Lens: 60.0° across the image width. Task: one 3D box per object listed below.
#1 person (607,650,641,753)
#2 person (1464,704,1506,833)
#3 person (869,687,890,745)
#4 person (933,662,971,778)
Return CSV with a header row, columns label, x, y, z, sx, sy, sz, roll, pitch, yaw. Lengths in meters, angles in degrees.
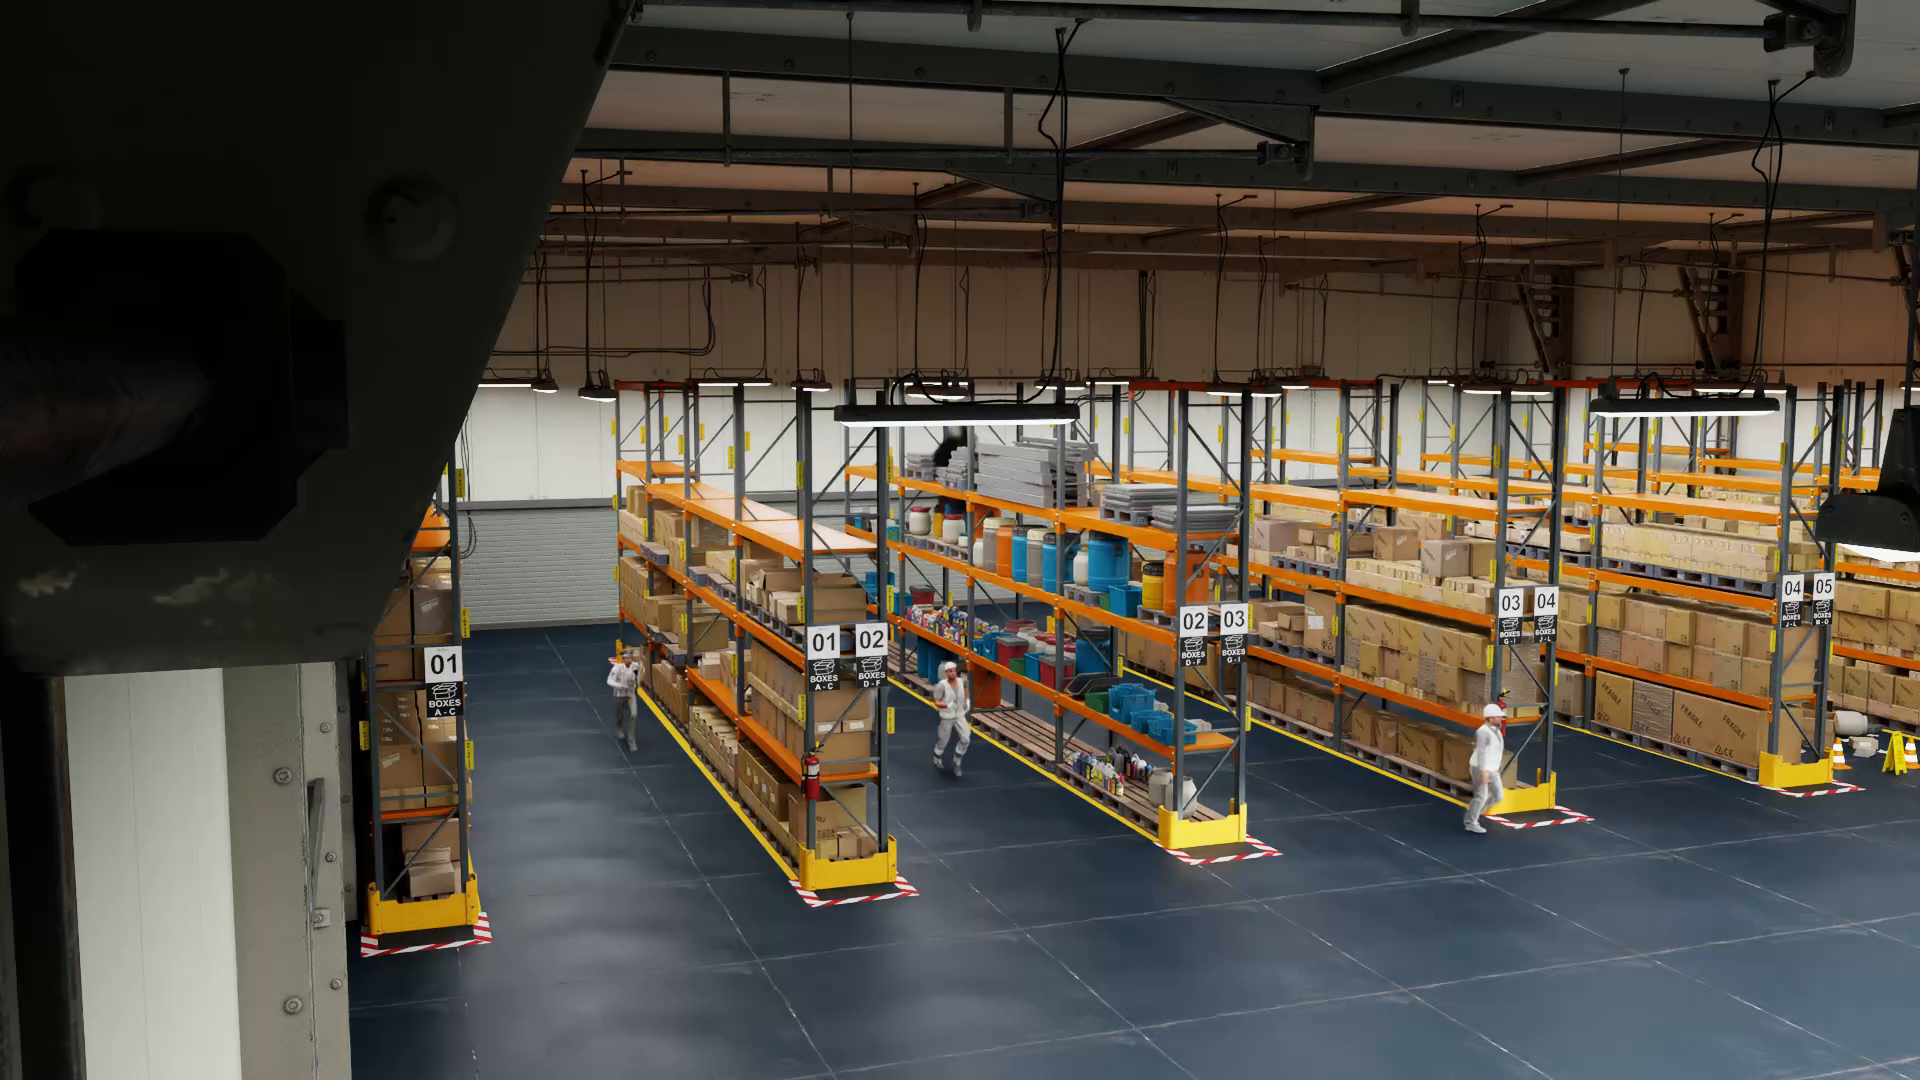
label,x,y,z,sx,sy,sz,roll,pitch,yaw
person,-5.558,2.607,27.544,0.614,1.690,1.010,-3,7,-23
person,7.110,3.080,22.492,0.491,1.767,0.565,5,8,42
person,-1.440,2.591,27.726,0.573,1.628,0.758,-4,7,-30
person,-0.107,2.743,25.537,0.673,1.790,0.878,-2,7,-22
